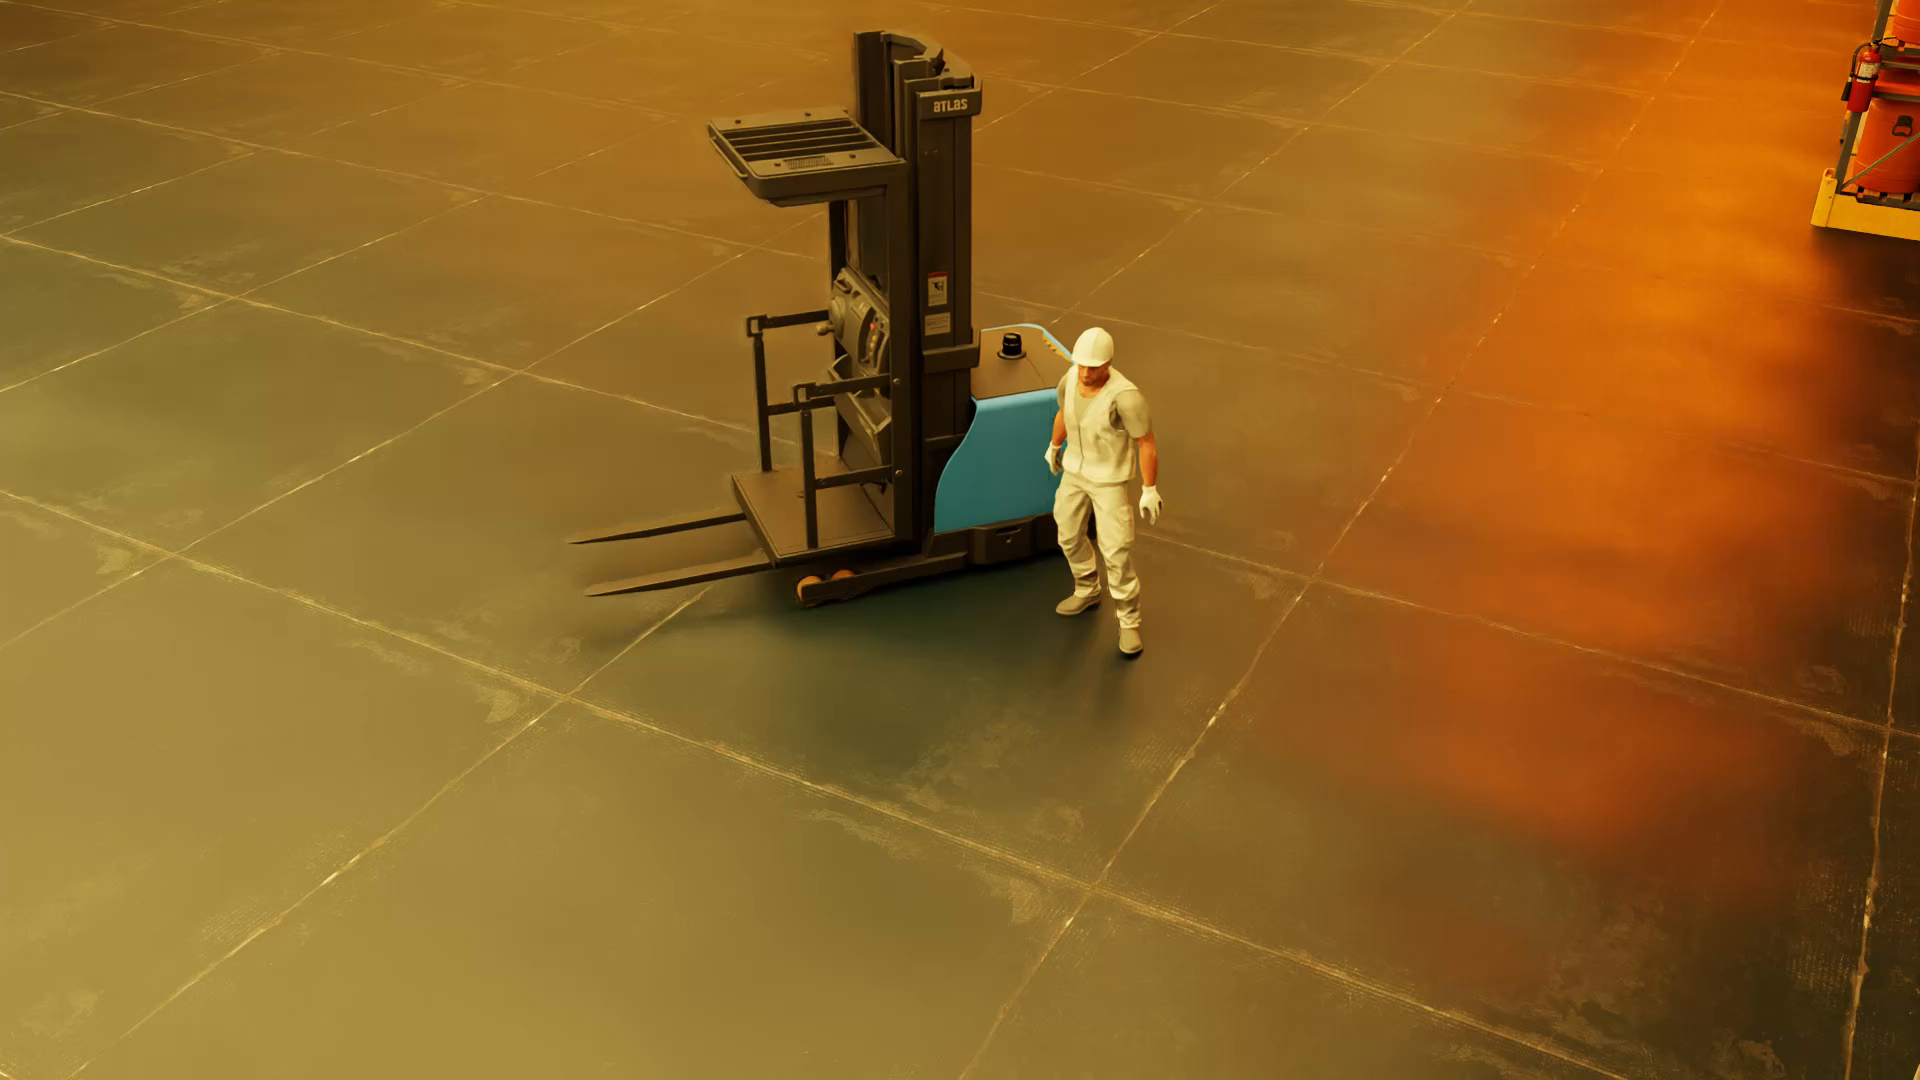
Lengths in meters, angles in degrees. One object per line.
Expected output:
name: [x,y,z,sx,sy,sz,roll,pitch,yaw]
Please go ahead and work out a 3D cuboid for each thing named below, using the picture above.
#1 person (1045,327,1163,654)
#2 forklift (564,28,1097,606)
person: [0.715,-0.318,8.805,0.854,1.750,0.433,26,39,37]
forklift: [-0.743,-1.196,9.142,3.031,2.935,1.130,-11,32,-18]
